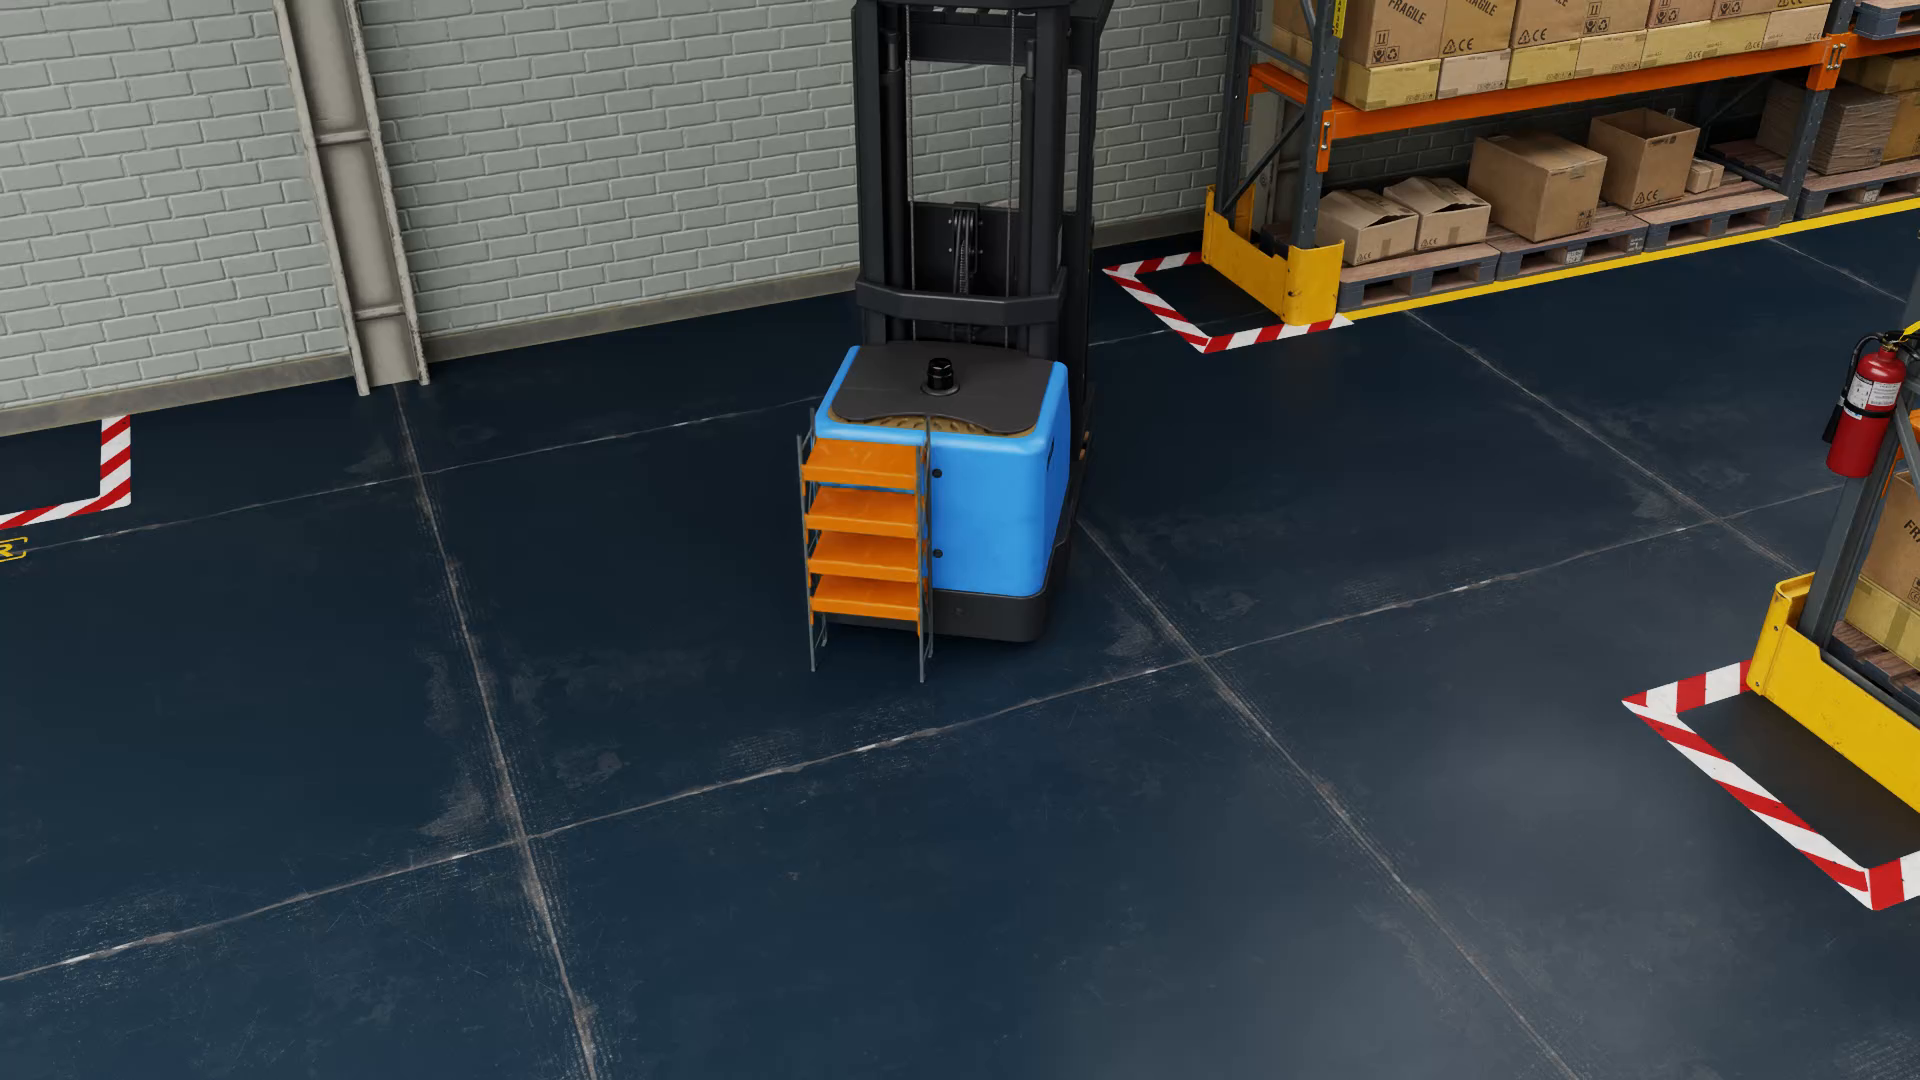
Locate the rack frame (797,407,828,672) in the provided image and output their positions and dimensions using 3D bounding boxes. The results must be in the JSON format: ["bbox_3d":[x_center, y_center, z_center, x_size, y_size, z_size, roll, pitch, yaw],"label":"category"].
[{"bbox_3d":[-0.629,0.017,7.122,0.015,1.200,0.240,5,34,8],"label":"rack frame"}]

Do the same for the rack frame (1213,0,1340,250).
[{"bbox_3d":[1.910,-2.884,9.932,0.127,3.000,1.000,-13,35,-19],"label":"rack frame"}]

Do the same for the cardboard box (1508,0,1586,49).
[{"bbox_3d":[3.405,-3.299,10.001,0.500,0.500,0.500,-14,36,-20],"label":"cardboard box"}]

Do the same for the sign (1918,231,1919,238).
[{"bbox_3d":[3.634,-1.254,6.148,0.005,0.325,0.100,-13,35,-19],"label":"sign"}]

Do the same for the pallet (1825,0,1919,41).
[{"bbox_3d":[6.359,-3.736,11.418,1.213,0.211,1.003,-13,35,-19],"label":"pallet"}]

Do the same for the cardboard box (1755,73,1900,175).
[{"bbox_3d":[6.270,-3.029,12.043,0.500,0.500,0.700,-12,35,-17],"label":"cardboard box"}]

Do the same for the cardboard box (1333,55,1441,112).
[{"bbox_3d":[2.483,-2.773,9.880,0.500,0.250,0.500,-14,36,-20],"label":"cardboard box"}]

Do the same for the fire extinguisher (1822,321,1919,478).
[{"bbox_3d":[3.542,-0.570,6.446,0.183,0.674,0.296,-13,35,-19],"label":"fire extinguisher"}]

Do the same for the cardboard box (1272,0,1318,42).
[{"bbox_3d":[2.262,-3.350,10.080,0.500,0.500,0.500,-13,35,-19],"label":"cardboard box"}]

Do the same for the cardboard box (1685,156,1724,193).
[{"bbox_3d":[5.116,-2.597,11.686,0.250,0.166,0.380,-18,37,-25],"label":"cardboard box"}]

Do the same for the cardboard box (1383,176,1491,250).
[{"bbox_3d":[3.108,-2.162,10.885,0.500,0.311,0.500,-10,34,-15],"label":"cardboard box"}]

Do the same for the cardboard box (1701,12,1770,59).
[{"bbox_3d":[4.816,-3.320,10.722,0.500,0.250,0.500,-13,35,-19],"label":"cardboard box"}]

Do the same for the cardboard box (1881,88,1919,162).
[{"bbox_3d":[6.727,-3.163,12.250,0.500,0.500,0.700,-14,35,-20],"label":"cardboard box"}]

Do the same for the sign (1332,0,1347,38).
[{"bbox_3d":[2.120,-2.974,9.277,0.005,0.325,0.100,-13,35,-19],"label":"sign"}]

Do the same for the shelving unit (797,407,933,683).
[{"bbox_3d":[-0.389,0.039,7.088,0.503,1.200,0.258,5,34,8],"label":"shelving unit"}]

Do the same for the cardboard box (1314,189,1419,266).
[{"bbox_3d":[2.583,-2.042,10.700,0.500,0.311,0.500,-17,37,-24],"label":"cardboard box"}]

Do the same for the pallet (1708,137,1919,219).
[{"bbox_3d":[6.315,-2.725,12.244,1.213,0.211,1.003,-13,35,-19],"label":"pallet"}]

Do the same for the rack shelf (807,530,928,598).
[{"bbox_3d":[-0.389,0.095,7.125,0.480,0.148,0.258,5,34,8],"label":"rack shelf"}]

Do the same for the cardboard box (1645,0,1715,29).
[{"bbox_3d":[4.355,-3.524,10.347,0.500,0.500,0.500,-14,36,-20],"label":"cardboard box"}]

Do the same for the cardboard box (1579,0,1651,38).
[{"bbox_3d":[3.876,-3.414,10.178,0.500,0.500,0.500,-12,35,-17],"label":"cardboard box"}]

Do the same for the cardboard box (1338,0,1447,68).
[{"bbox_3d":[2.466,-3.093,9.685,0.500,0.500,0.500,-13,35,-19],"label":"cardboard box"}]

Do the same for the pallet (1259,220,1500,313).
[{"bbox_3d":[2.743,-1.885,10.953,1.213,0.211,1.003,-13,35,-19],"label":"pallet"}]

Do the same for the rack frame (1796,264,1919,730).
[{"bbox_3d":[3.831,-0.394,6.105,0.127,3.000,1.000,-13,35,-19],"label":"rack frame"}]

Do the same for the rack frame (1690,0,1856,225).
[{"bbox_3d":[5.598,-3.728,11.230,0.127,3.000,1.000,-13,35,-19],"label":"rack frame"}]

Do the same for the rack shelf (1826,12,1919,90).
[{"bbox_3d":[7.442,-3.849,12.075,4.000,0.370,1.077,-13,35,-19],"label":"rack shelf"}]

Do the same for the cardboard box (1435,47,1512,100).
[{"bbox_3d":[2.956,-2.890,10.060,0.500,0.250,0.500,-14,36,-20],"label":"cardboard box"}]

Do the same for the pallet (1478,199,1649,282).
[{"bbox_3d":[3.866,-2.140,11.346,1.213,0.211,1.003,-13,35,-19],"label":"pallet"}]

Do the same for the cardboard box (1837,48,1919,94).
[{"bbox_3d":[6.675,-3.438,11.984,0.500,0.250,0.500,-14,35,-20],"label":"cardboard box"}]

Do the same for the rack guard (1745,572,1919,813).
[{"bbox_3d":[3.809,0.659,6.779,0.348,0.500,1.175,-13,35,-19],"label":"rack guard"}]

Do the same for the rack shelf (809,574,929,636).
[{"bbox_3d":[-0.388,0.261,7.235,0.480,0.148,0.258,5,34,8],"label":"rack shelf"}]

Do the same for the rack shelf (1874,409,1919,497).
[{"bbox_3d":[5.675,-0.514,6.950,4.000,0.370,1.077,-13,35,-19],"label":"rack shelf"}]

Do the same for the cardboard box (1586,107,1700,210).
[{"bbox_3d":[4.657,-2.626,11.424,0.500,0.500,0.500,-16,36,-22],"label":"cardboard box"}]

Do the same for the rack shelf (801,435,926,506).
[{"bbox_3d":[-0.389,-0.289,6.871,0.480,0.148,0.258,5,34,8],"label":"rack shelf"}]

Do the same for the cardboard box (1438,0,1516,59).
[{"bbox_3d":[2.926,-3.193,9.838,0.500,0.500,0.500,-13,35,-19],"label":"cardboard box"}]

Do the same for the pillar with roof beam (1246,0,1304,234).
[{"bbox_3d":[3.887,-3.816,5.864,0.400,9.000,9.100,-13,35,-19],"label":"pillar with roof beam"}]

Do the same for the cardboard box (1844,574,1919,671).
[{"bbox_3d":[4.211,0.321,7.142,0.500,0.250,0.500,-13,35,-19],"label":"cardboard box"}]

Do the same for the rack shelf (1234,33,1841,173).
[{"bbox_3d":[3.754,-3.005,10.777,4.000,0.370,1.077,-13,35,-19],"label":"rack shelf"}]

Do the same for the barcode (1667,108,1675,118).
[{"bbox_3d":[5.007,-3.006,11.715,0.075,0.075,0.001,-13,35,-19],"label":"barcode"}]

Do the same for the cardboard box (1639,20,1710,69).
[{"bbox_3d":[4.358,-3.207,10.547,0.500,0.250,0.500,-13,35,-19],"label":"cardboard box"}]

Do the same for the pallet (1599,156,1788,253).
[{"bbox_3d":[4.993,-2.400,11.745,1.213,0.211,1.003,-13,35,-19],"label":"pallet"}]

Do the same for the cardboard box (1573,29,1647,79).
[{"bbox_3d":[3.895,-3.100,10.383,0.500,0.250,0.500,-13,35,-19],"label":"cardboard box"}]

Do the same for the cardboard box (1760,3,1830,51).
[{"bbox_3d":[5.279,-3.422,10.877,0.500,0.250,0.500,-13,35,-19],"label":"cardboard box"}]

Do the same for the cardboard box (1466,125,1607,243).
[{"bbox_3d":[3.804,-2.372,11.033,0.500,0.500,0.700,-15,36,-22],"label":"cardboard box"}]

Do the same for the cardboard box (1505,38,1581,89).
[{"bbox_3d":[3.428,-2.994,10.221,0.500,0.250,0.500,-13,35,-20],"label":"cardboard box"}]

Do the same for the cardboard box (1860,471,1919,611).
[{"bbox_3d":[4.210,0.006,6.940,0.500,0.500,0.500,-13,35,-19],"label":"cardboard box"}]

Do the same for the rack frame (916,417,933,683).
[{"bbox_3d":[-0.148,0.061,7.054,0.015,1.200,0.240,5,34,8],"label":"rack frame"}]

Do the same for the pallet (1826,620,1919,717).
[{"bbox_3d":[4.520,0.593,7.146,1.213,0.211,1.003,-13,35,-19],"label":"pallet"}]

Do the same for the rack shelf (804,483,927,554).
[{"bbox_3d":[-0.389,-0.091,7.001,0.480,0.148,0.258,5,34,8],"label":"rack shelf"}]

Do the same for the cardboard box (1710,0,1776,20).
[{"bbox_3d":[4.824,-3.625,10.502,0.500,0.500,0.500,-13,35,-19],"label":"cardboard box"}]

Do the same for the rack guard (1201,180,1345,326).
[{"bbox_3d":[1.980,-1.852,10.638,0.348,0.500,1.175,-13,35,-19],"label":"rack guard"}]

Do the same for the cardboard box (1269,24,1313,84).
[{"bbox_3d":[2.266,-3.026,10.269,0.500,0.250,0.500,-12,35,-18],"label":"cardboard box"}]

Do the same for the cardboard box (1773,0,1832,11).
[{"bbox_3d":[5.282,-3.733,10.668,0.500,0.500,0.500,-13,35,-19],"label":"cardboard box"}]

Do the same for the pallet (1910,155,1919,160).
[{"bbox_3d":[7.442,-2.984,12.643,1.213,0.211,1.003,-13,35,-19],"label":"pallet"}]

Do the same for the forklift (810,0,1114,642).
[{"bbox_3d":[0.110,-1.565,7.968,1.130,2.935,3.031,6,33,8],"label":"forklift"}]

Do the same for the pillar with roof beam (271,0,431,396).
[{"bbox_3d":[-1.645,-2.550,3.917,0.400,9.000,9.100,-13,35,-19],"label":"pillar with roof beam"}]
